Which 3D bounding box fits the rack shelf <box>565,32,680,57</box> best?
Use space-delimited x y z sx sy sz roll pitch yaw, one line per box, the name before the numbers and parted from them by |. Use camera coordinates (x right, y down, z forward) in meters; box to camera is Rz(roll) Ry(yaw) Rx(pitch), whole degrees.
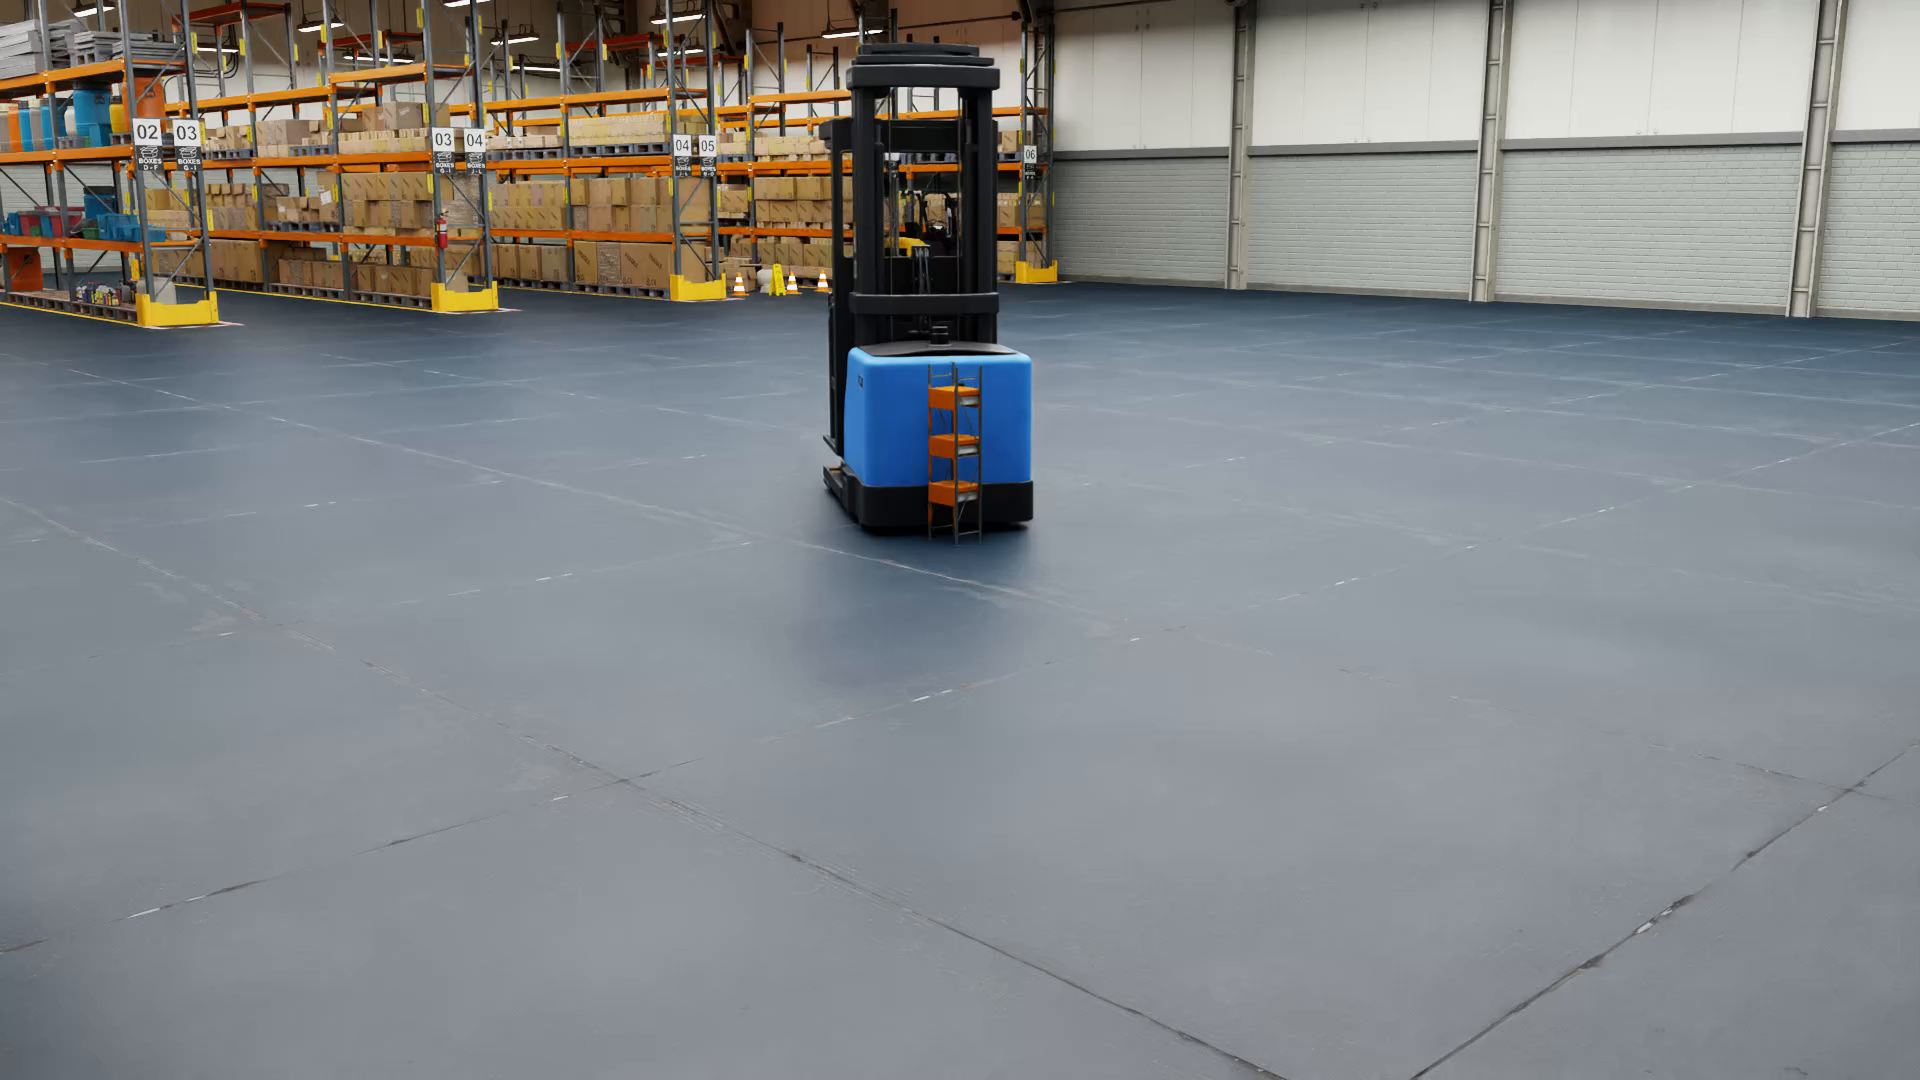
rack shelf | -8.662 -12.690 42.750 1.077 0.370 4.000 -11 16 -43

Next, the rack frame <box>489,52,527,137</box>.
rack frame | -12.805 -12.290 47.263 1.000 3.000 0.127 -11 16 -43

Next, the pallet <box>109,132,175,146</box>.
pallet | -13.006 -6.456 26.850 1.003 0.211 1.213 -11 16 -43

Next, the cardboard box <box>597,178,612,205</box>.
cardboard box | -7.061 -7.277 34.753 0.875 0.550 0.550 -11 16 -43

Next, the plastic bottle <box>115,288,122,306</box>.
plastic bottle | -14.169 -4.093 27.985 0.061 0.283 0.133 -11 16 -43

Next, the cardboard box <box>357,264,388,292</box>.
cardboard box | -11.438 -5.137 32.564 0.500 0.500 0.500 11 16 43

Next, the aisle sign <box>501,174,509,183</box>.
aisle sign | -13.065 -10.595 47.461 0.394 0.787 0.004 -11 16 -43

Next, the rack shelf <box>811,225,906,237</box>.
rack shelf | -2.312 -8.232 44.217 1.077 0.370 4.000 -11 16 -43

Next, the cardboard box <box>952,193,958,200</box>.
cardboard box | 0.022 -8.540 41.337 0.380 0.149 0.250 -11 16 -43

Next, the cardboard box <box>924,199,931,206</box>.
cardboard box | -0.721 -8.538 42.066 0.380 0.149 0.250 -10 16 -41

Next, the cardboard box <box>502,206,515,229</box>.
cardboard box | -9.975 -7.278 37.555 0.500 0.500 0.500 -11 16 -43

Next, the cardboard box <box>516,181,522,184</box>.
cardboard box | -12.236 -9.999 46.680 0.250 0.149 0.380 11 16 43

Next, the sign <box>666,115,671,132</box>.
sign | -5.668 -8.102 32.373 0.100 0.325 0.005 -11 16 -43

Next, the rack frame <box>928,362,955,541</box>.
rack frame | -0.108 -0.523 9.850 0.200 1.050 0.008 -10 15 -39

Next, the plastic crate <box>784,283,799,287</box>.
plastic crate | -4.027 -5.827 37.995 0.583 0.080 0.402 6 13 26

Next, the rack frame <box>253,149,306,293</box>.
rack frame | -14.448 -6.803 35.498 1.000 3.000 0.127 -11 16 -43

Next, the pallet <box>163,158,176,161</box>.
pallet | -18.606 -9.111 39.489 1.003 0.211 1.213 -11 16 -43

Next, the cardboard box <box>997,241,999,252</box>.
cardboard box | 0.931 -7.155 40.501 0.500 0.250 0.500 -11 16 -42

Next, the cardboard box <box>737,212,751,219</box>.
cardboard box | -5.073 -7.719 39.528 0.380 0.149 0.250 -11 16 -42

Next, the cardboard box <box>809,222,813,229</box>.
cardboard box | -3.210 -7.144 37.776 0.380 0.149 0.250 -11 16 -43

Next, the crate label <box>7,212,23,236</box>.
crate label | -17.540 -5.947 31.258 0.502 0.435 0.616 -11 16 -43

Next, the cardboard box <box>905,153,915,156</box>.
cardboard box | -1.375 -10.044 43.132 0.380 0.149 0.250 -11 16 -43

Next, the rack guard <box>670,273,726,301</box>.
rack guard | -5.250 -5.084 33.350 1.175 0.500 0.348 -11 16 -43

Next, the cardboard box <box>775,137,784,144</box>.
cardboard box | -3.998 -9.130 38.004 0.380 0.149 0.250 -11 16 -43

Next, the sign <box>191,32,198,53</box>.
sign | -12.105 -7.857 26.266 0.100 0.325 0.005 -11 16 -43

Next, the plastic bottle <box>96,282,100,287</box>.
plastic bottle | -14.906 -4.292 28.783 0.144 0.351 0.185 -11 16 -43

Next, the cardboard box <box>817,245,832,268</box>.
cardboard box | -2.861 -6.399 37.452 0.500 0.500 0.500 -10 15 -40

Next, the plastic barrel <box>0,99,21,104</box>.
plastic barrel | -18.420 -8.081 32.164 0.600 0.830 0.708 -11 16 -43

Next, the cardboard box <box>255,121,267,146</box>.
cardboard box | -14.309 -8.462 34.628 0.500 0.500 0.500 -11 16 -42

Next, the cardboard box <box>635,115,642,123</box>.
cardboard box | -6.273 -8.417 33.255 0.380 0.149 0.250 -11 16 -42

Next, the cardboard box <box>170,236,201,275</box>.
cardboard box | -18.230 -6.791 39.663 0.875 0.875 0.875 -11 16 -43

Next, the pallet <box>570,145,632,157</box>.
pallet | -7.471 -8.201 35.068 1.003 0.211 1.213 -11 16 -43

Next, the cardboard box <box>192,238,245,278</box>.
cardboard box | -16.754 -6.461 38.064 1.225 0.875 0.875 -11 16 -42

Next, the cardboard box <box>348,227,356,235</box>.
cardboard box | -11.591 -5.985 32.148 0.380 0.149 0.250 -11 16 -43

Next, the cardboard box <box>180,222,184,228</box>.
cardboard box | -17.836 -7.300 38.534 0.380 0.149 0.250 -10 16 -41

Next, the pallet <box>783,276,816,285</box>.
pallet | -4.029 -6.141 39.197 1.003 0.211 1.213 -11 16 -43

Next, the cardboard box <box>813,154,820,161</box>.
cardboard box | -3.069 -8.566 37.246 0.250 0.149 0.380 11 16 44

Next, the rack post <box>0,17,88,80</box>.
rack post | -16.690 -8.841 30.026 1.013 1.000 3.121 -11 16 -43

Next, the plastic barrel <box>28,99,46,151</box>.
plastic barrel | -16.228 -7.383 29.638 0.600 0.901 0.600 0 12 0

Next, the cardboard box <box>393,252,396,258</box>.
cardboard box | -14.192 -7.211 42.030 0.380 0.149 0.250 -11 16 -42

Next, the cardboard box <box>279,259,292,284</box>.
cardboard box | -13.971 -5.699 35.245 0.500 0.500 0.700 11 16 42

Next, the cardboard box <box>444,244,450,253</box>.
cardboard box | -12.149 -7.040 39.944 0.500 0.250 0.500 -10 16 -41

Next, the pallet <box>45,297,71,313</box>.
pallet | -15.838 -4.273 30.126 1.003 0.211 1.213 -11 16 -43

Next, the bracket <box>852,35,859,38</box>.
bracket | -2.684 -13.524 44.333 0.235 0.232 0.430 -11 16 -43

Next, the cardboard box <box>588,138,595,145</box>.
cardboard box | -7.499 -8.285 34.593 0.380 0.149 0.250 -11 16 -43

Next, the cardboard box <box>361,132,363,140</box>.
cardboard box | -11.078 -7.618 31.404 0.380 0.149 0.250 -10 15 -41

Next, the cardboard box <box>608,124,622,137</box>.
cardboard box | -6.845 -8.361 33.971 0.500 0.250 0.500 -11 16 -42

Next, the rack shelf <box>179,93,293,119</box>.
rack shelf | -15.829 -9.485 36.423 1.077 0.370 4.000 -11 16 -43

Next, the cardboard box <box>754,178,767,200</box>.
cardboard box | -4.371 -8.190 38.768 0.700 0.500 0.500 -11 16 -43

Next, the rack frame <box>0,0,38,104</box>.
rack frame | -18.030 -9.051 31.543 1.000 3.000 0.127 -11 16 -43

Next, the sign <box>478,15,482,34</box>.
sign | -8.531 -9.146 29.491 0.100 0.325 0.005 -11 16 -43

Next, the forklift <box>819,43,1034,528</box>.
forklift | -0.344 -1.761 11.193 1.130 2.935 3.031 -2 12 -11

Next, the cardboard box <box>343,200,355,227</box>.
cardboard box | -11.420 -6.340 32.264 0.875 0.500 0.500 -11 16 -43

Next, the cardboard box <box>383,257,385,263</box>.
cardboard box | -14.497 -7.145 42.443 0.380 0.149 0.250 -11 16 -42

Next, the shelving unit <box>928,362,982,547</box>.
shelving unit | -0.029 -0.505 9.759 0.215 1.050 0.252 -10 15 -39
